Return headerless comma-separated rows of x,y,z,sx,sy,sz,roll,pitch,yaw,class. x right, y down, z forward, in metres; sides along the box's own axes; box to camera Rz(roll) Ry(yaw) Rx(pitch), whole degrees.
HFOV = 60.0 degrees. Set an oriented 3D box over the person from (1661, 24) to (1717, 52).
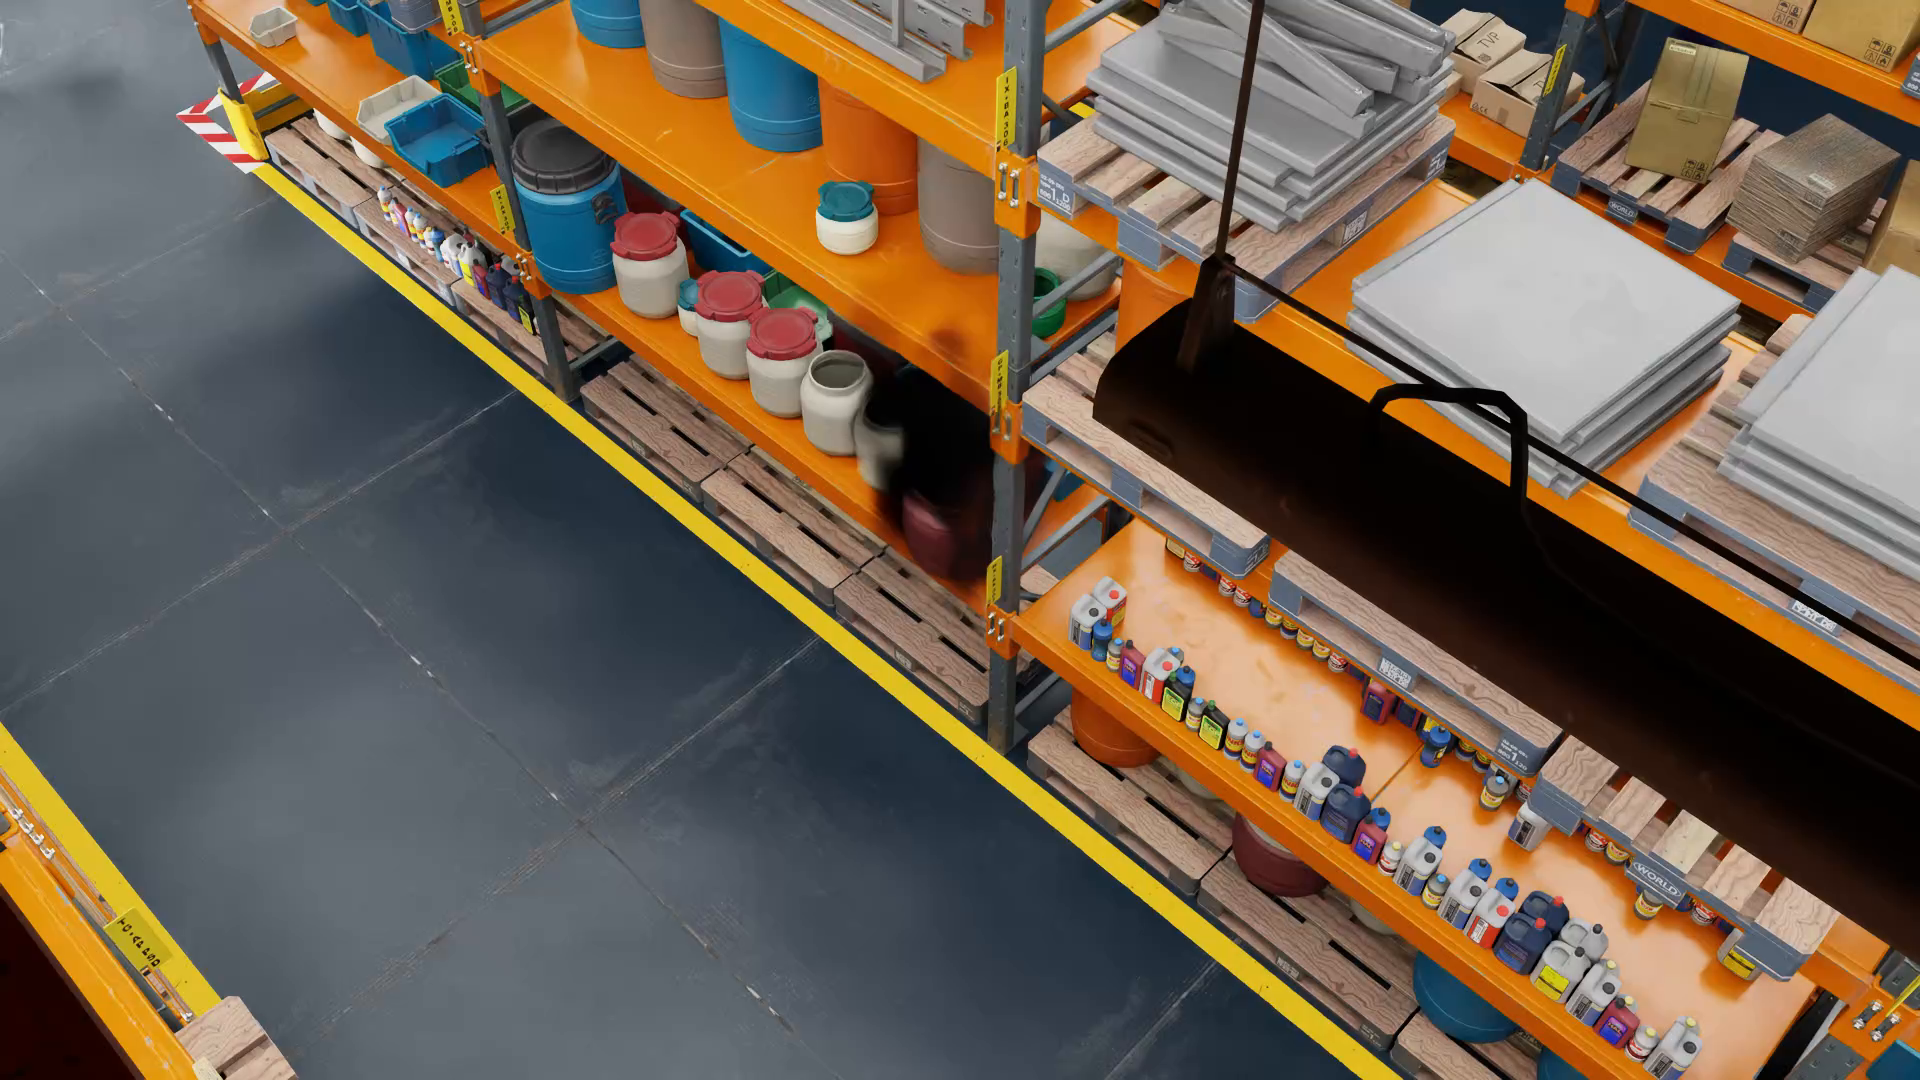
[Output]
5.657,-3.877,12.593,0.701,1.629,0.618,36,59,26,person
